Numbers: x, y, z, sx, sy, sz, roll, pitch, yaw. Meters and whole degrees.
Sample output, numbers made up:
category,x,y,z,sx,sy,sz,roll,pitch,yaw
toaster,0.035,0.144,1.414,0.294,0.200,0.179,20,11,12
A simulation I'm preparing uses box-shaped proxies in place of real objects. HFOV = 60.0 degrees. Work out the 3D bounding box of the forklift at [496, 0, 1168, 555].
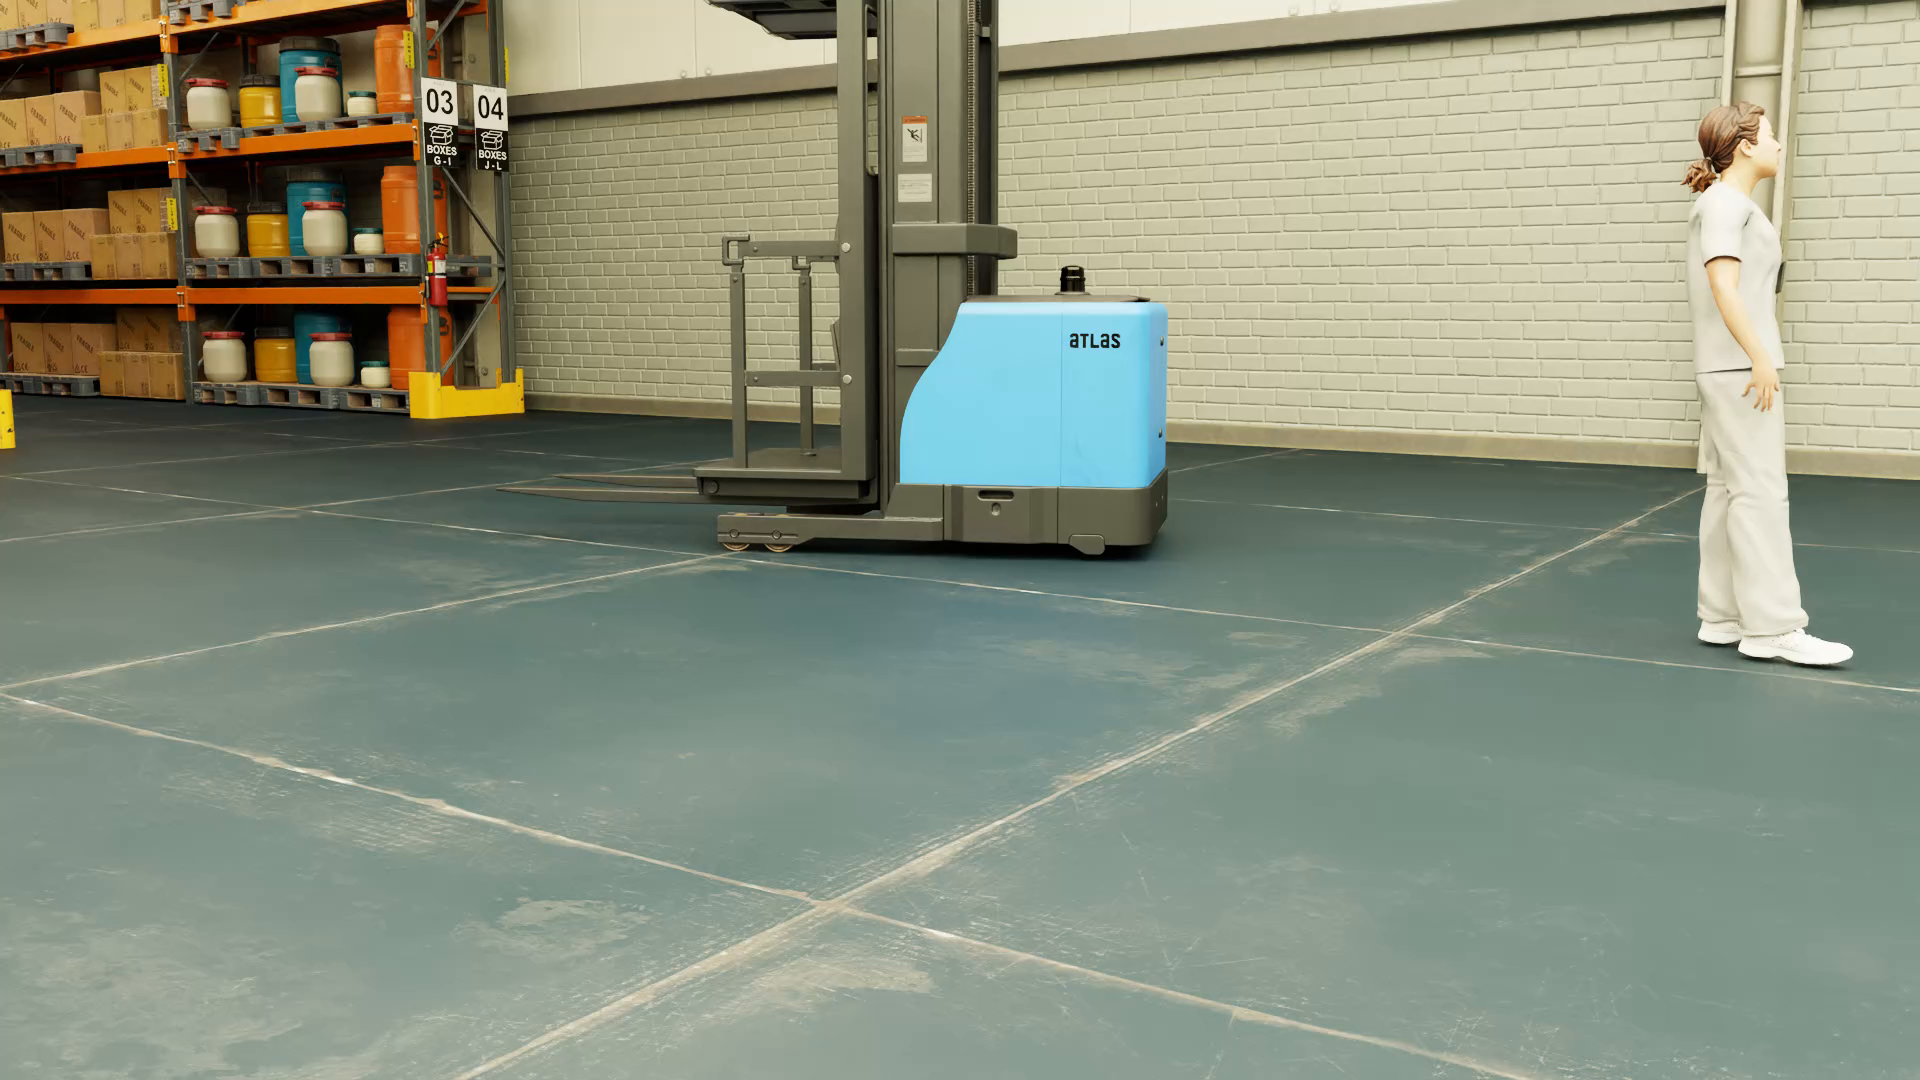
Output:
category,x,y,z,sx,sy,sz,roll,pitch,yaw
forklift,-0.596,-1.469,7.520,3.031,2.935,1.130,2,8,12

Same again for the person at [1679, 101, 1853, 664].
category,x,y,z,sx,sy,sz,roll,pitch,yaw
person,2.472,-0.500,5.111,0.548,1.674,0.549,3,9,23
